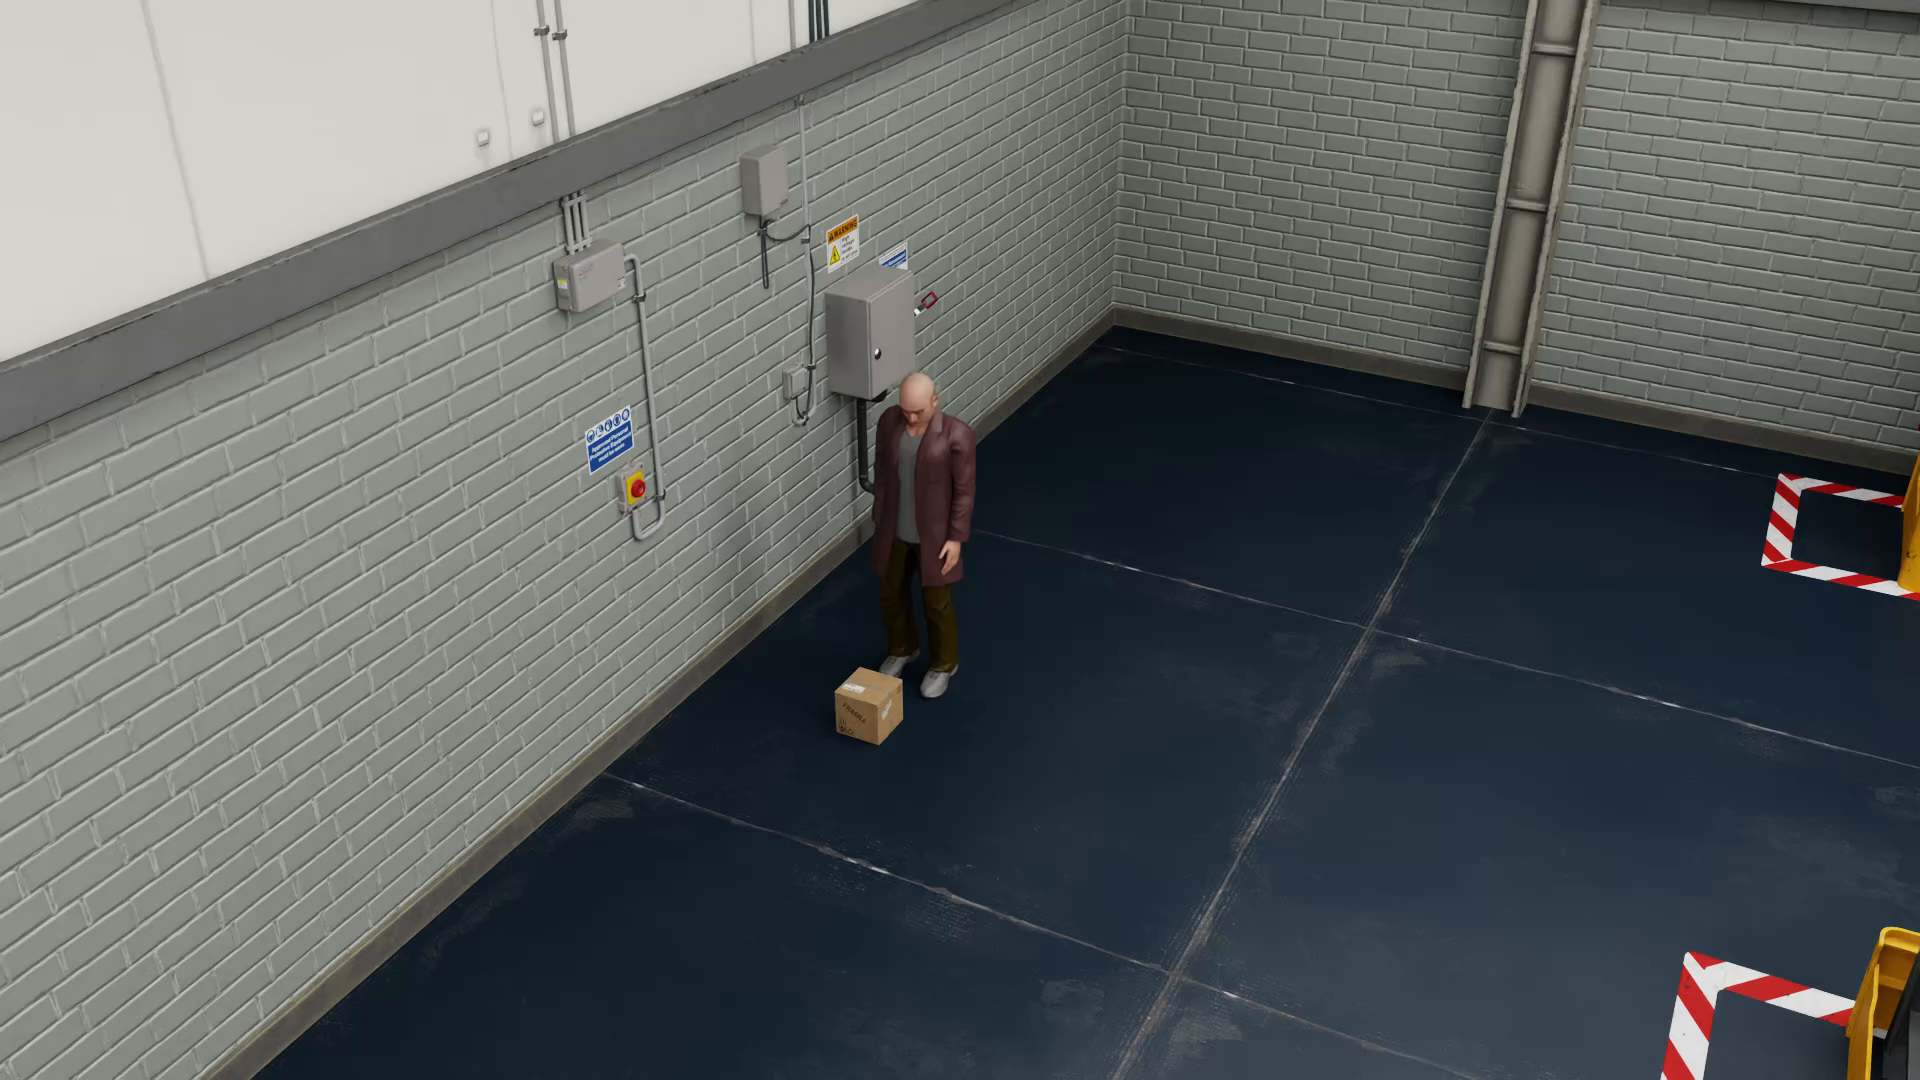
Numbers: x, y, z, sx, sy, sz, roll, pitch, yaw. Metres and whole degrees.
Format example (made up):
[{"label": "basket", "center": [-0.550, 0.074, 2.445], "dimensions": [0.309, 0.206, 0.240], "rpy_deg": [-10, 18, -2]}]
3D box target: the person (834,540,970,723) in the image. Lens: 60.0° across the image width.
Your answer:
[{"label": "person", "center": [-0.266, 0.383, 8.507], "dimensions": [0.608, 0.922, 0.909], "rpy_deg": [14, 33, 23]}]
